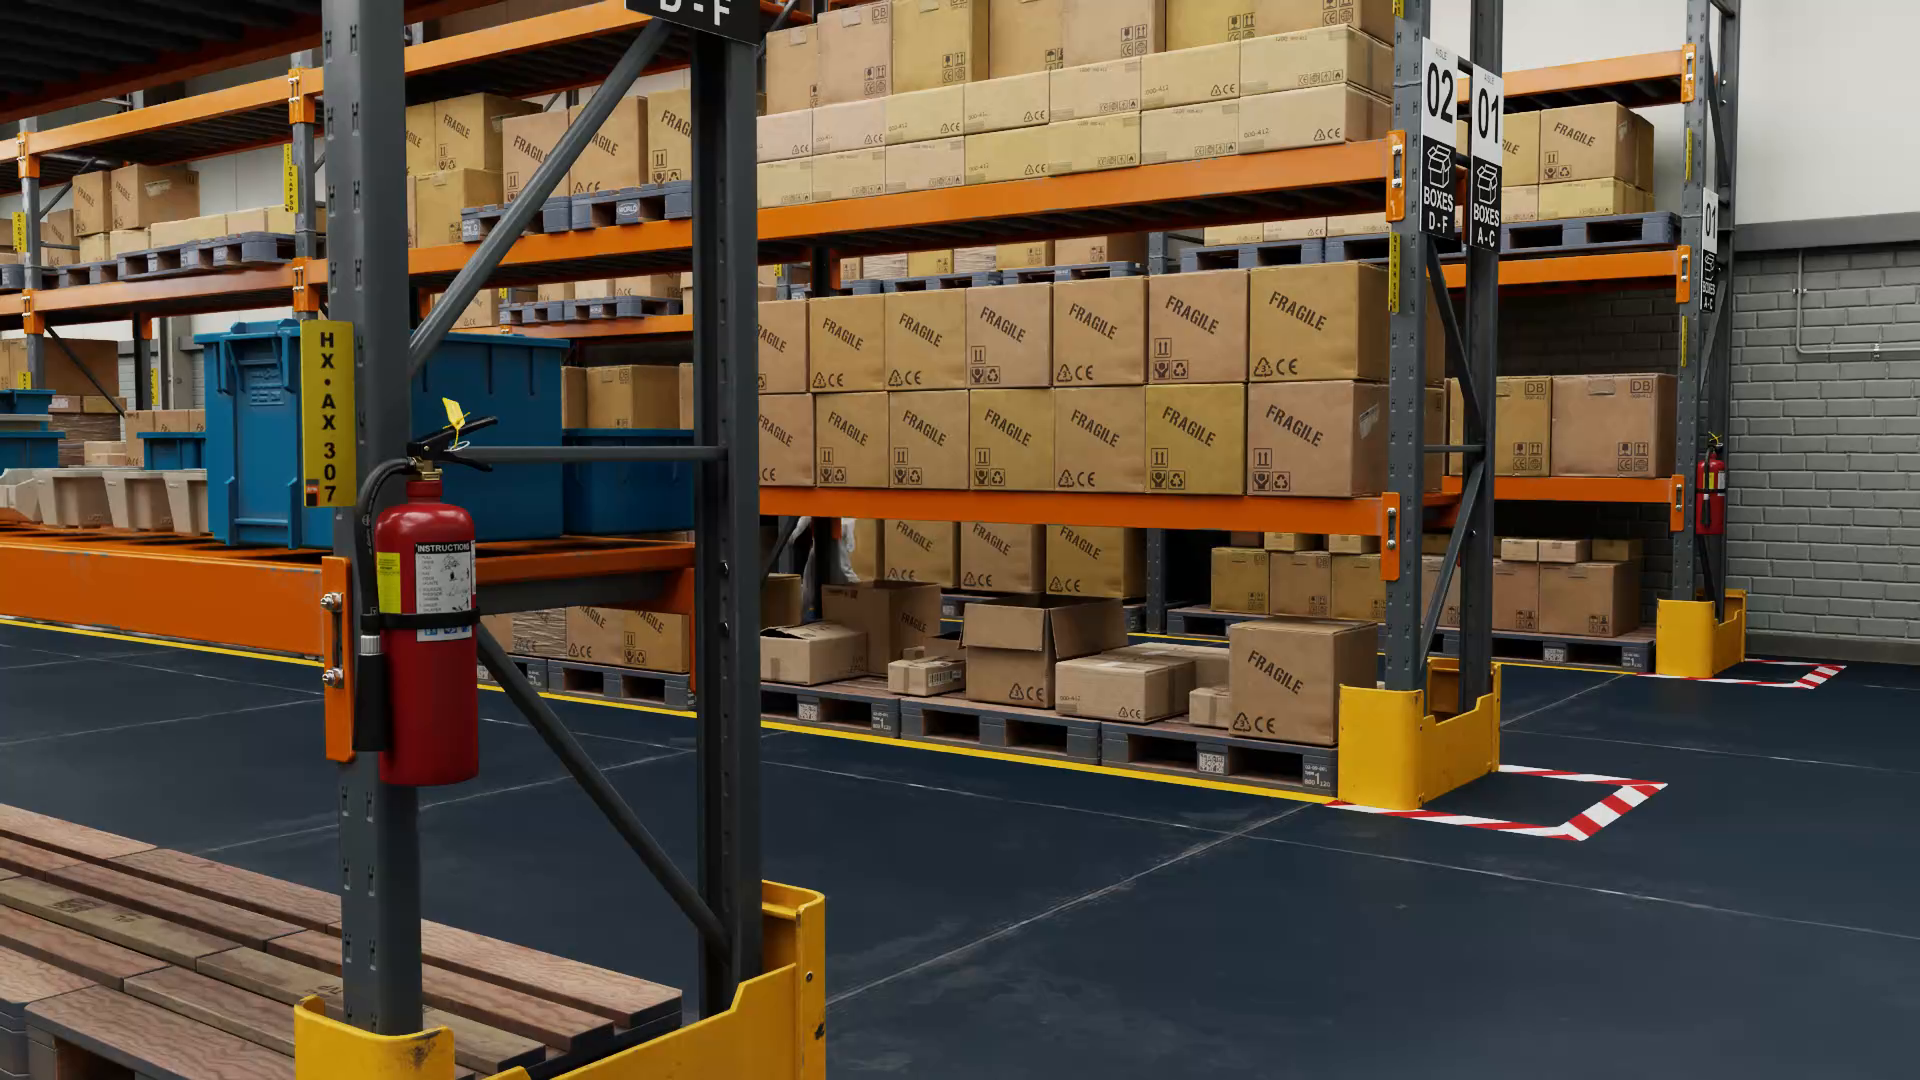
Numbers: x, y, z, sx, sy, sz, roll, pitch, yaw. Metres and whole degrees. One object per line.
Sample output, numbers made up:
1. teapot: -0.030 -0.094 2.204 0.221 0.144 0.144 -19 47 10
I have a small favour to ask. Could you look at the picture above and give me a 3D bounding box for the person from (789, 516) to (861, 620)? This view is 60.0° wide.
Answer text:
1. person: -1.099 -0.094 13.287 1.020 1.621 0.496 1 3 15
